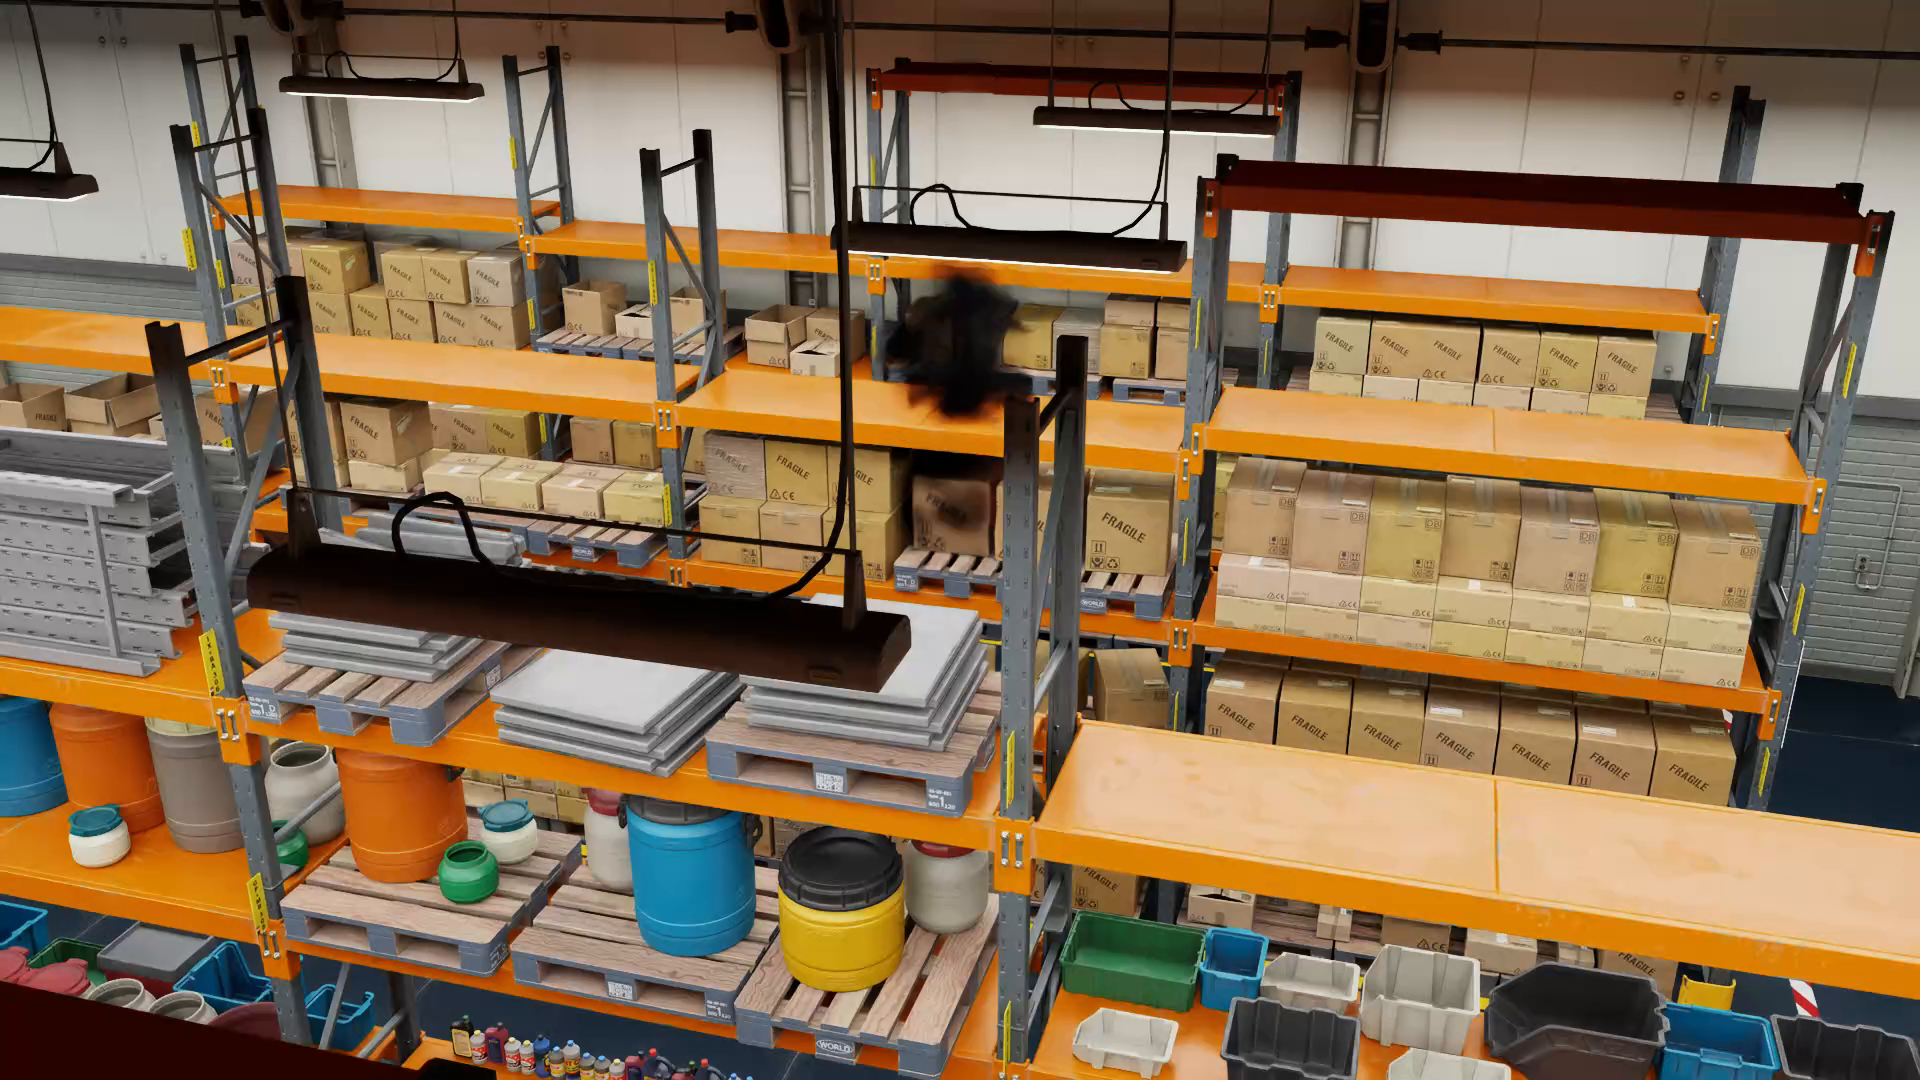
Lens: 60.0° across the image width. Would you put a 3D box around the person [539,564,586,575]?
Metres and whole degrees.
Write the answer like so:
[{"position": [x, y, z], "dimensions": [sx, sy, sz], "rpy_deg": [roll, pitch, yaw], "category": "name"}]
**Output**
[{"position": [-4.061, 0.689, 17.075], "dimensions": [0.656, 1.654, 0.546], "rpy_deg": [5, 23, 11], "category": "person"}]
